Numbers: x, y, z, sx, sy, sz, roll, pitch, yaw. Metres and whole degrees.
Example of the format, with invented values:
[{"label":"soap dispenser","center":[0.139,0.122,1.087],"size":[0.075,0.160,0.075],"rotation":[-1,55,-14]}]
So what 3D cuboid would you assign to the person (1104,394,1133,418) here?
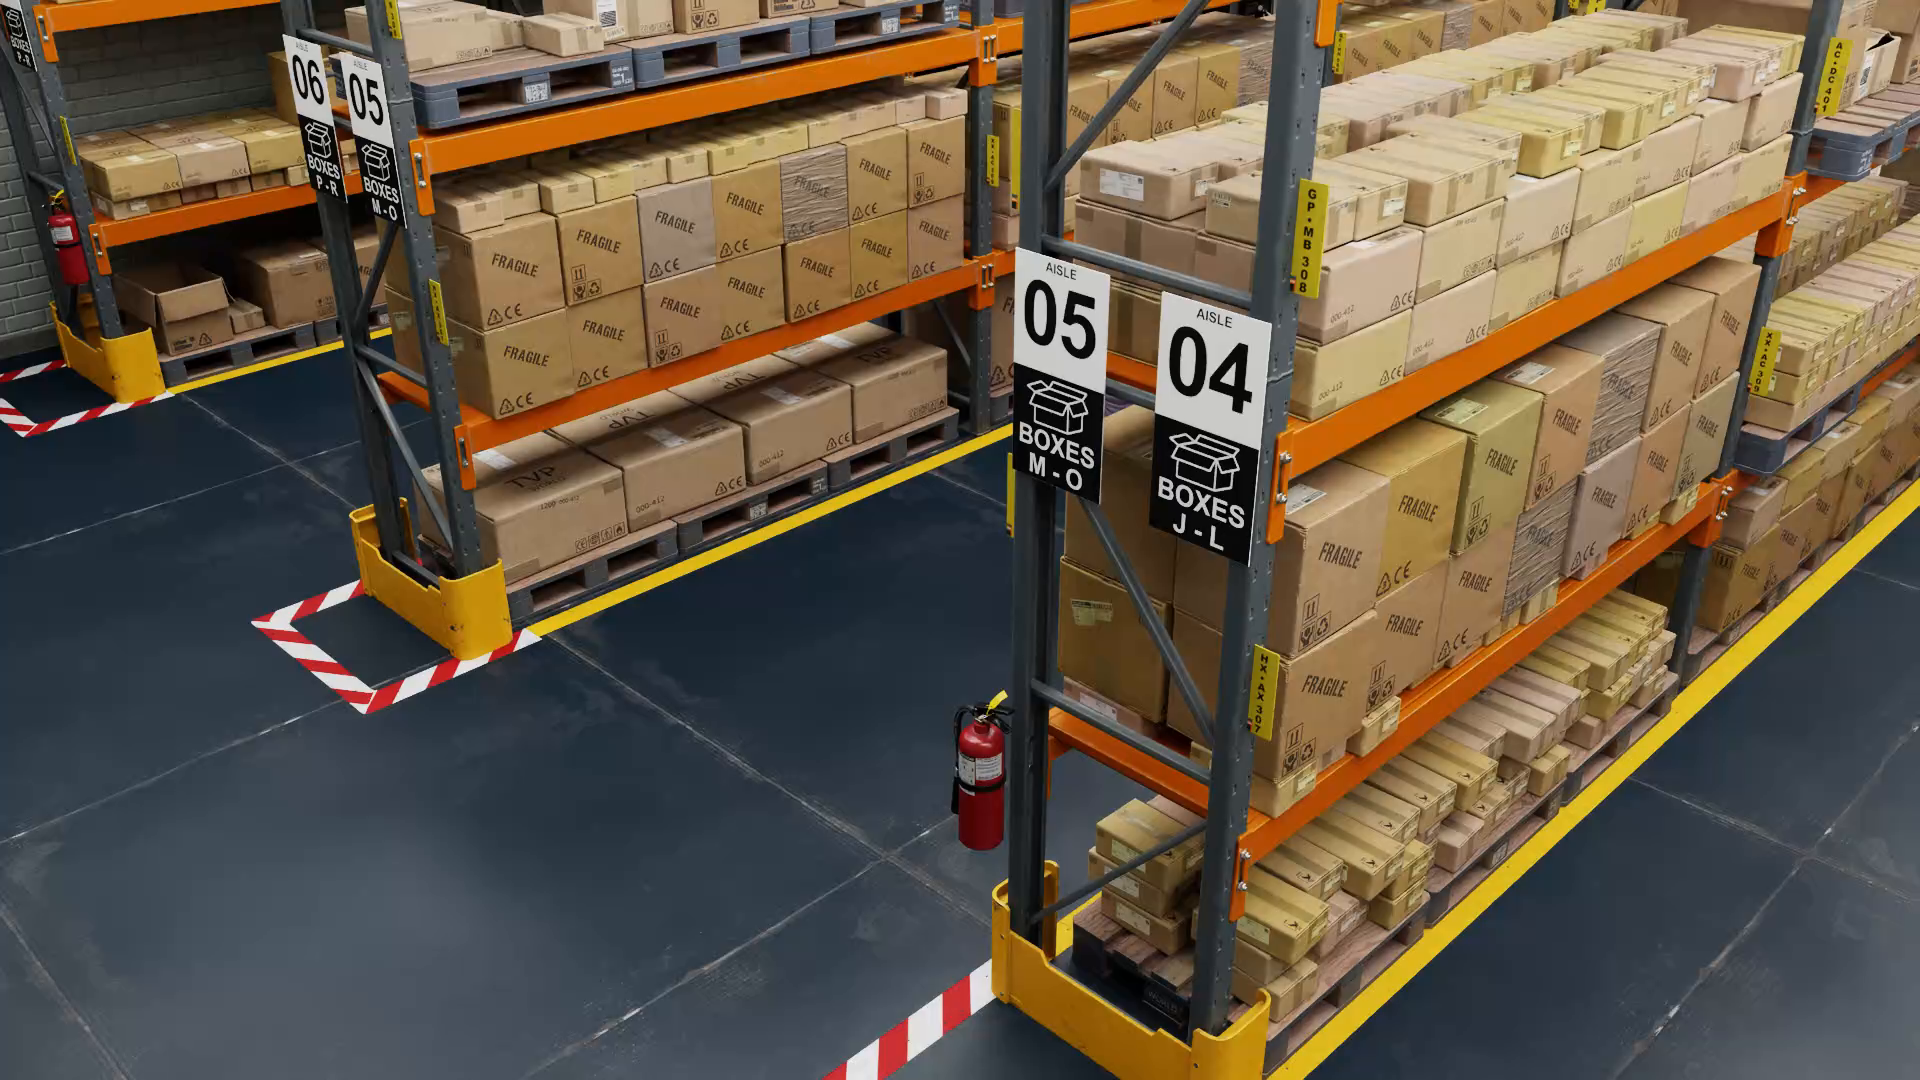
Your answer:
[{"label":"person","center":[0.984,-0.546,9.679],"size":[0.446,1.634,0.522],"rotation":[25,37,38]}]
